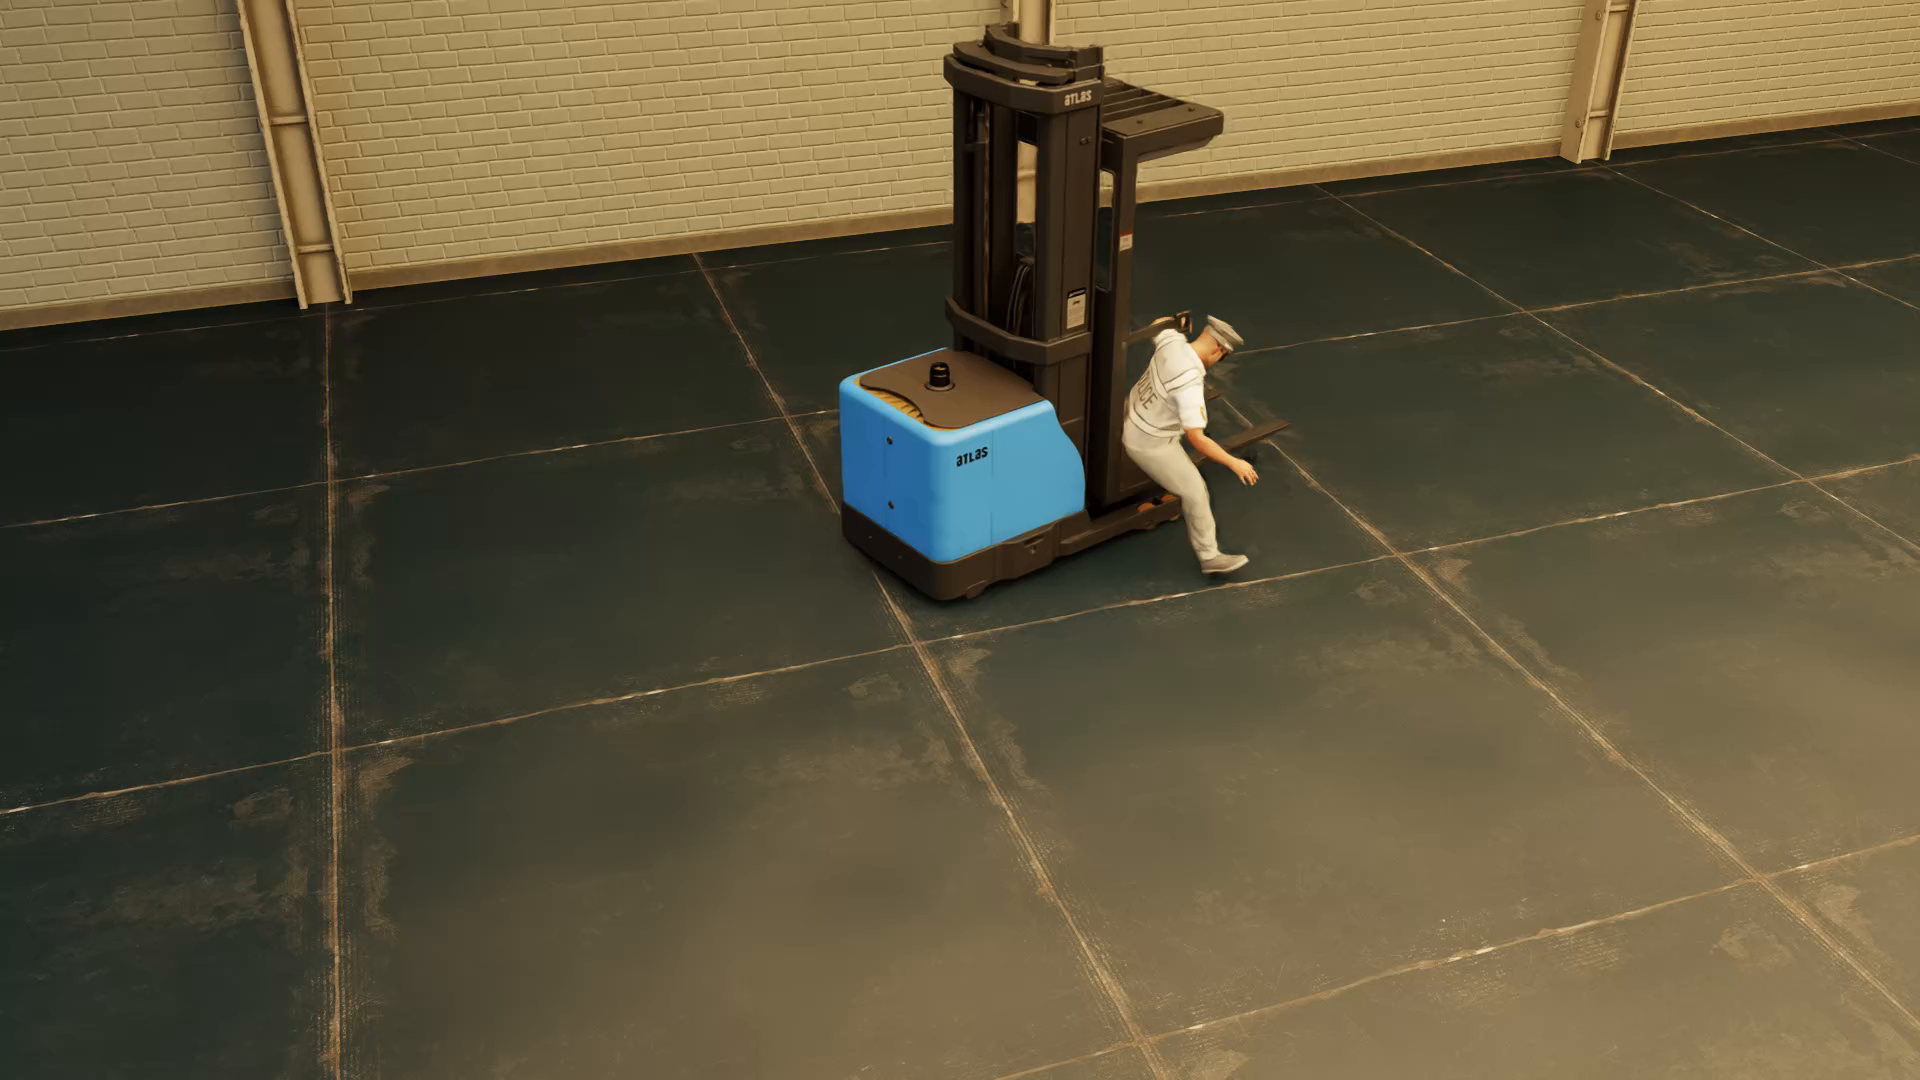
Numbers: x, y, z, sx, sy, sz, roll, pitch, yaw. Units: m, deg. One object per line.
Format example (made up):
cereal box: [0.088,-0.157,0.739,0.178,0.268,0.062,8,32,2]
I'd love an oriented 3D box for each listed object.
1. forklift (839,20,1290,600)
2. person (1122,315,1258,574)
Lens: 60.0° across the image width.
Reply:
forklift: [0.769,-1.517,9.724,3.031,2.935,1.130,-21,36,-32]
person: [1.322,-0.683,9.774,0.791,1.461,1.310,2,30,3]
